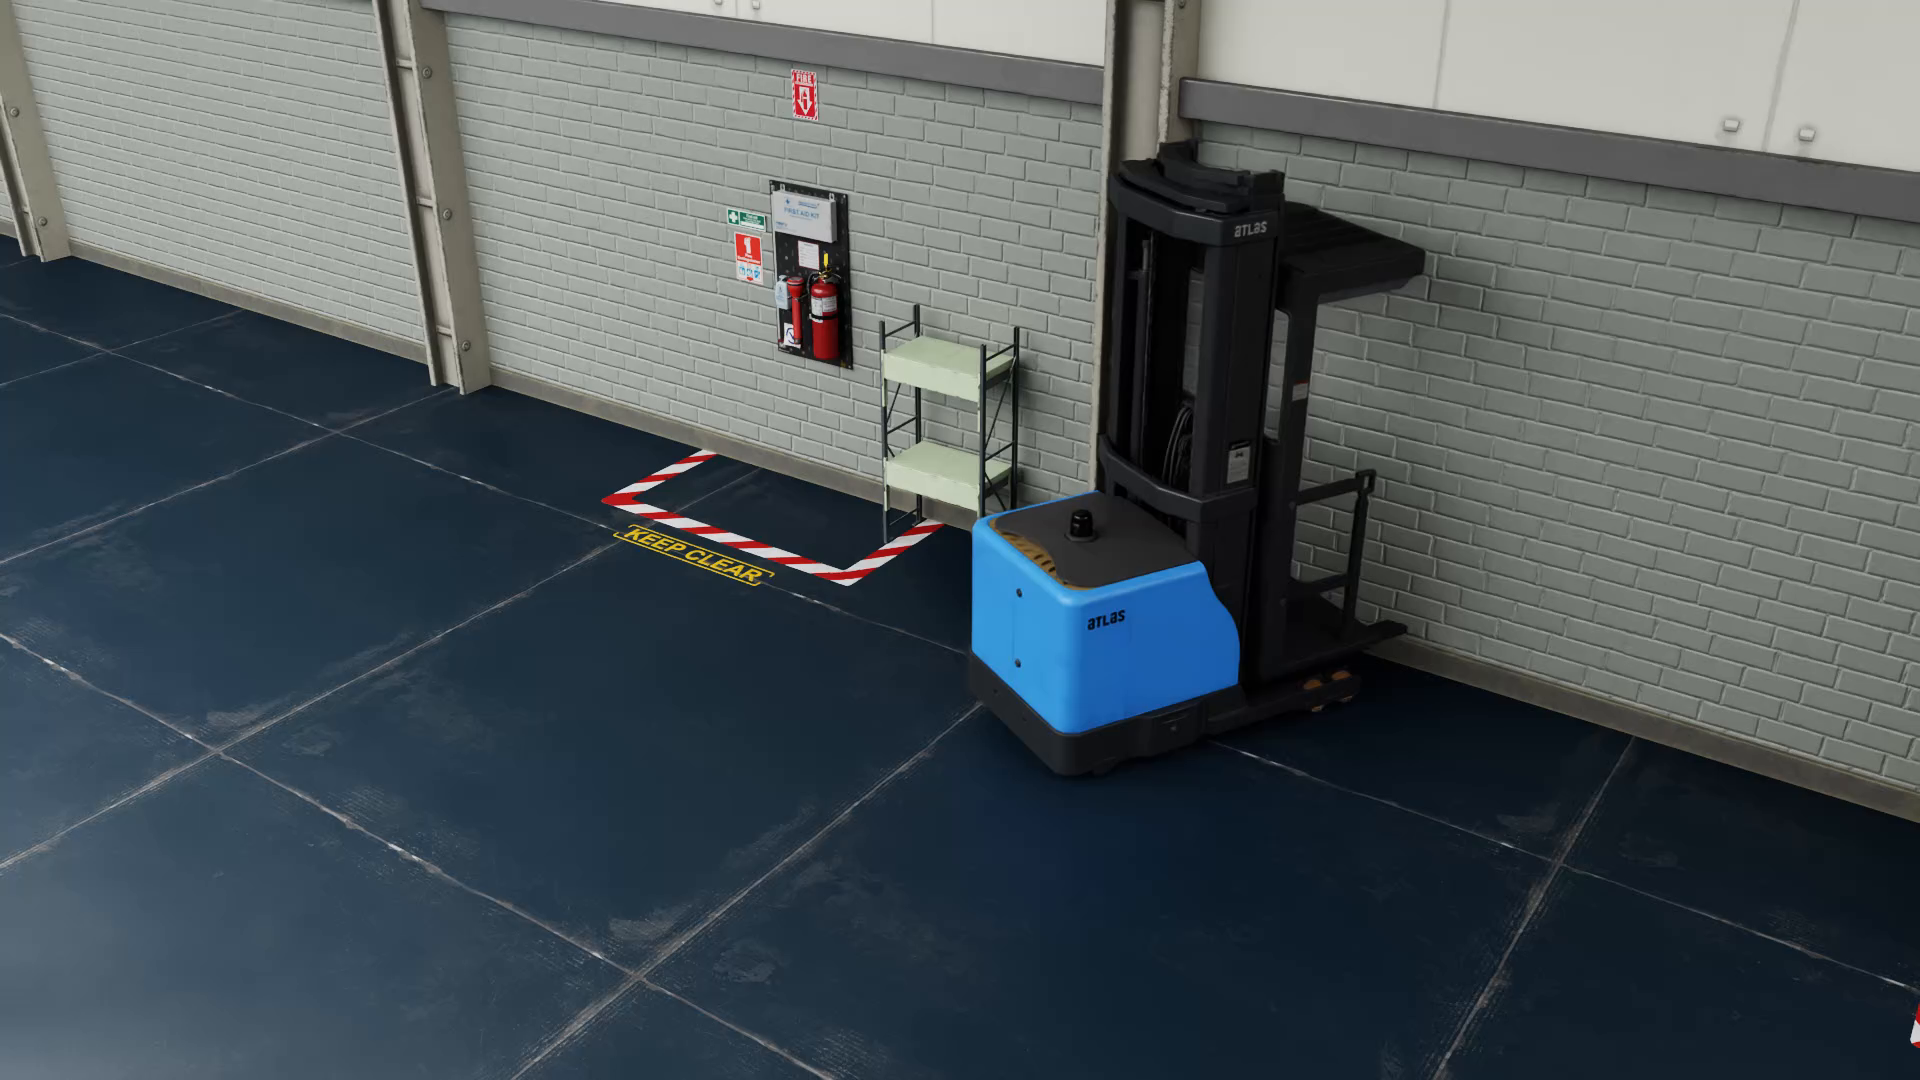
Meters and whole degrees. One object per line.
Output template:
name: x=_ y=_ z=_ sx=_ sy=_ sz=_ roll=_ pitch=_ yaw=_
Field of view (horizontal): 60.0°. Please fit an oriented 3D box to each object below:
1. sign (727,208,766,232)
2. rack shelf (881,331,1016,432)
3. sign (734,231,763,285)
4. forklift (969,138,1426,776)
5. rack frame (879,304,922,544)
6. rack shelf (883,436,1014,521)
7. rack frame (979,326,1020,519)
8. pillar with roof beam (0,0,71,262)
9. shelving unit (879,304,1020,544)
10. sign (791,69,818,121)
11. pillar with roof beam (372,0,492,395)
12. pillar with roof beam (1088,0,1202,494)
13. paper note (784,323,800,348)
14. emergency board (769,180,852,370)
sign: x=-1.411 y=-2.113 z=10.971 sx=0.331 sy=0.109 sz=0.001 roll=17 pitch=32 yaw=30
rack shelf: x=-0.066 y=-0.976 z=10.153 sx=0.720 sy=0.370 sz=0.431 roll=17 pitch=32 yaw=30
sign: x=-1.410 y=-1.881 z=11.100 sx=0.234 sy=0.329 sz=0.001 roll=17 pitch=32 yaw=30
forklift: x=1.592 y=-0.584 z=8.665 sx=3.031 sy=2.935 sz=1.130 roll=-14 pitch=30 yaw=-25
rack frame: x=-0.369 y=-0.721 z=10.512 sx=0.023 sy=1.500 sz=0.400 roll=17 pitch=32 yaw=30
rack shelf: x=-0.066 y=-0.337 z=10.478 sx=0.720 sy=0.370 sz=0.431 roll=17 pitch=32 yaw=30
rack frame: x=0.237 y=-0.535 z=10.147 sx=0.023 sy=1.500 sz=0.400 roll=17 pitch=32 yaw=30
pillar with roof beam: x=-11.326 y=-5.182 z=11.010 sx=0.400 sy=9.000 sz=9.100 roll=17 pitch=32 yaw=30
shelving unit: x=-0.066 y=-0.628 z=10.330 sx=0.755 sy=1.500 sz=0.431 roll=17 pitch=32 yaw=30
sign: x=-0.963 y=-2.757 z=10.305 sx=0.199 sy=0.298 sz=0.001 roll=17 pitch=32 yaw=30
pillar with roof beam: x=-6.380 y=-3.641 z=7.983 sx=0.400 sy=9.000 sz=9.100 roll=17 pitch=32 yaw=30
pillar with roof beam: x=-1.435 y=-2.100 z=4.955 sx=0.400 sy=9.000 sz=9.100 roll=17 pitch=32 yaw=30
paper note: x=-1.120 y=-1.364 z=11.093 sx=0.142 sy=0.148 sz=0.016 roll=17 pitch=32 yaw=30
emergency board: x=-1.013 y=-1.685 z=10.754 sx=0.643 sy=1.169 sz=0.194 roll=17 pitch=32 yaw=30
